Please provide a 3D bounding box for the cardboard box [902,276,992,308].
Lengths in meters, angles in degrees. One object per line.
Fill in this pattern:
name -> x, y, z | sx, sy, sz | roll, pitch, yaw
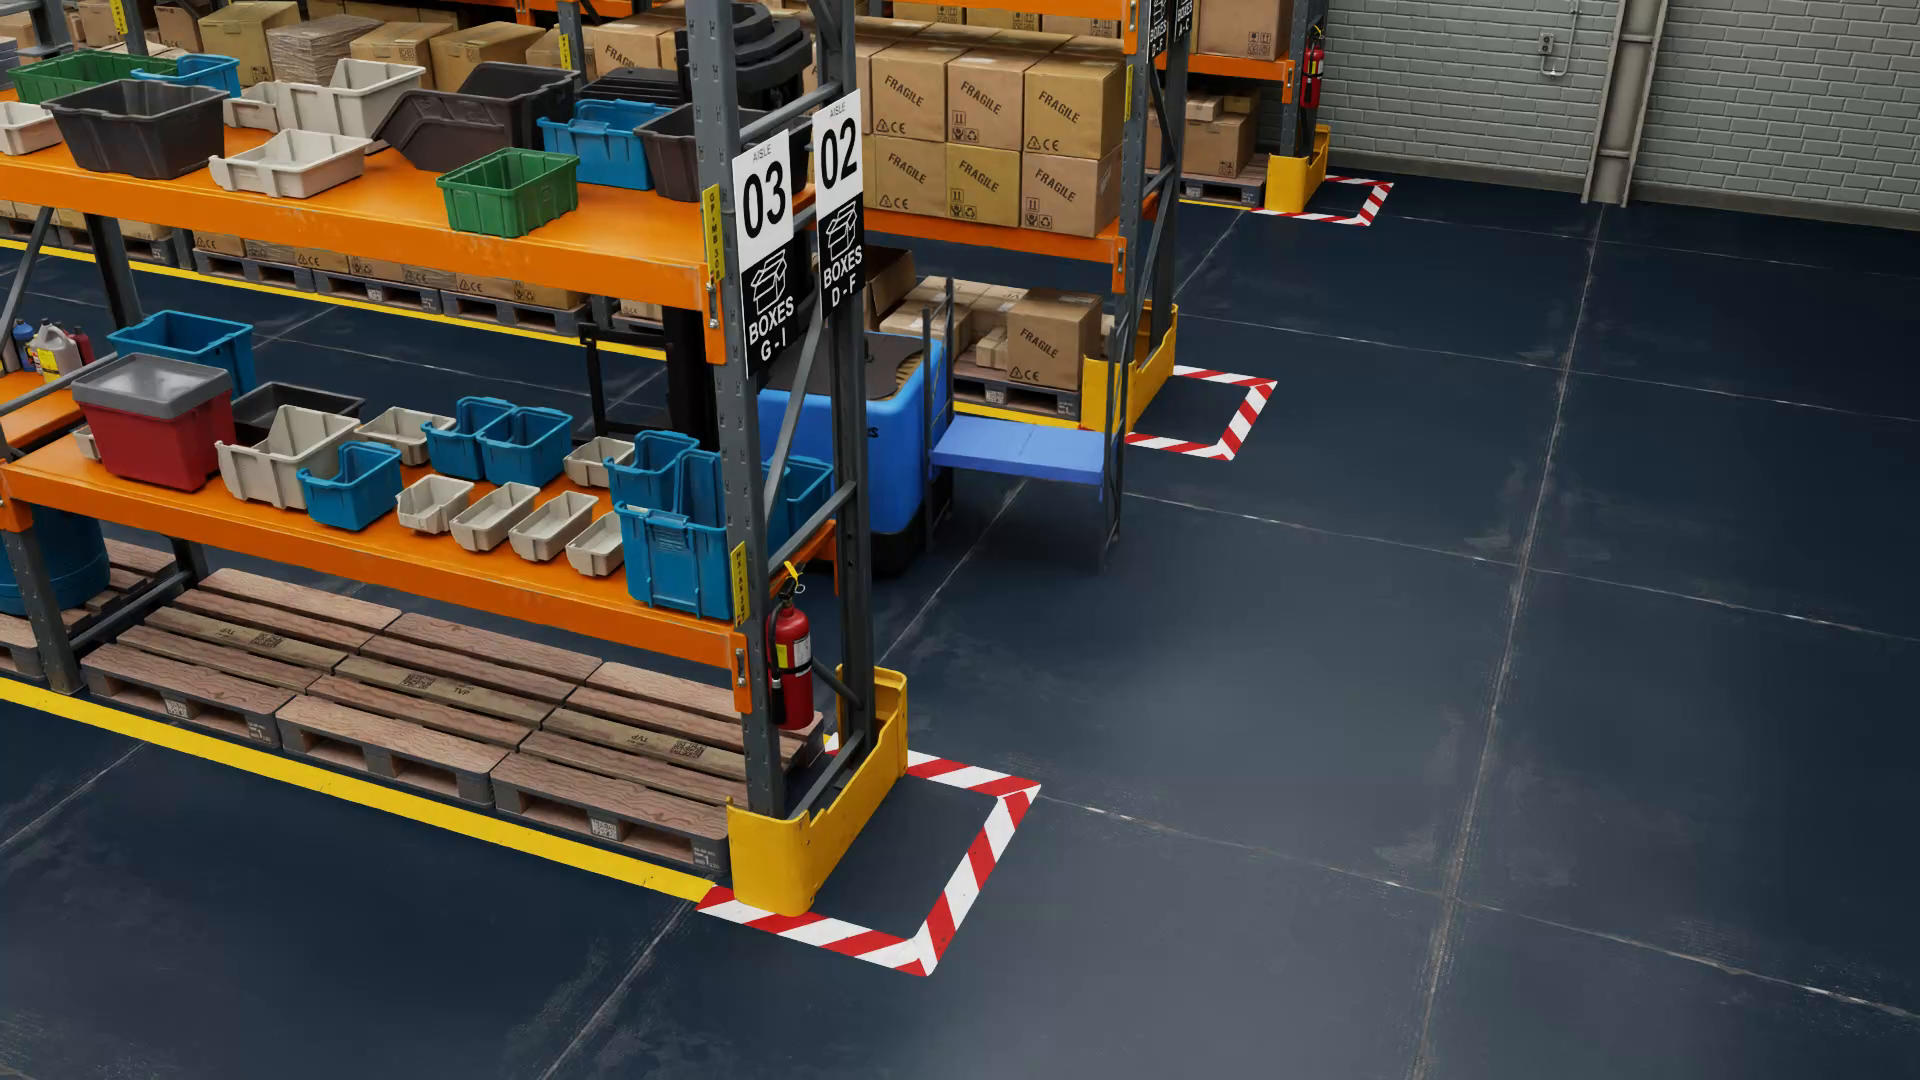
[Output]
cardboard box -> -0.089, -1.682, 12.025 | 0.500, 0.250, 0.500 | 11, 31, 19

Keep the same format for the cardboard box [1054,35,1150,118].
cardboard box -> 0.922, -2.954, 10.810 | 0.500, 0.500, 0.500 | 12, 32, 21

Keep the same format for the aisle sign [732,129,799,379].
aisle sign -> -0.675, -1.000, 5.828 | 0.004, 0.787, 0.394 | 11, 31, 19

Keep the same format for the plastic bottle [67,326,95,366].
plastic bottle -> -4.517, -0.966, 8.530 | 0.133, 0.283, 0.061 | 11, 31, 19

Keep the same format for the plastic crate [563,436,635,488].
plastic crate -> -1.631, -0.345, 7.518 | 0.298, 0.136, 0.250 | 11, 31, 19

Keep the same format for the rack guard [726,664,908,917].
rack guard -> -0.604, 1.072, 7.346 | 0.348, 0.500, 1.175 | 11, 31, 19

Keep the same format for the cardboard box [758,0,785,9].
cardboard box -> -1.765, -5.231, 16.192 | 0.250, 0.149, 0.380 | 11, 31, 19

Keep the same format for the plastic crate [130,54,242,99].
plastic crate -> -3.374, -1.965, 7.300 | 0.300, 0.233, 0.416 | 11, 31, 19

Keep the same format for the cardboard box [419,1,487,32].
cardboard box -> -5.511, -5.685, 18.091 | 0.500, 0.250, 0.500 | 12, 32, 20

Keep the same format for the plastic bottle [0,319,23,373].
plastic bottle -> -4.963, -1.028, 8.646 | 0.135, 0.276, 0.152 | 11, 31, 19

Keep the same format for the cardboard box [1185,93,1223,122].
cardboard box -> 2.220, -3.934, 15.115 | 0.250, 0.149, 0.380 | 11, 31, 19

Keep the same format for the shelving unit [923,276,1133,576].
shelving unit -> 0.371, -0.637, 9.352 | 1.048, 1.500, 0.538 | 8, 30, 13

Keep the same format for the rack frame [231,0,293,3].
rack frame -> -8.026, -6.752, 18.647 | 0.127, 3.000, 1.000 | 11, 31, 19

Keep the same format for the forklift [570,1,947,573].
forklift -> -1.639, -1.473, 9.378 | 3.031, 2.935, 1.130 | 8, 30, 13

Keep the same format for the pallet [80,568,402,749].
pallet -> -3.642, 0.577, 8.514 | 1.213, 0.211, 1.003 | 11, 31, 19

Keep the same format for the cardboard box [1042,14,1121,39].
cardboard box -> 1.236, -5.027, 15.291 | 0.700, 0.700, 0.980 | 10, 31, 17

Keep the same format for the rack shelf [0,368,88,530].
rack shelf -> -6.191, -0.812, 8.869 | 4.000, 0.370, 1.077 | 11, 31, 19

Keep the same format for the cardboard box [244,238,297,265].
cardboard box -> -5.377, -2.547, 13.301 | 0.500, 0.500, 0.500 | 10, 31, 17

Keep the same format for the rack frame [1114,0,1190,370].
rack frame -> 1.235, -2.273, 10.722 | 0.127, 3.000, 1.000 | 11, 31, 19

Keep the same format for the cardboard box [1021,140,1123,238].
cardboard box -> 0.717, -2.275, 10.625 | 0.500, 0.500, 0.500 | 12, 32, 21

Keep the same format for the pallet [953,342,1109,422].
pallet -> 0.425, -1.220, 11.694 | 1.213, 0.211, 1.003 | 11, 31, 19

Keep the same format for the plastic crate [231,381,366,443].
plastic crate -> -3.200, -0.577, 7.940 | 0.590, 0.125, 0.437 | 11, 31, 19

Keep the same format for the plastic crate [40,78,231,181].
plastic crate -> -3.290, -1.649, 6.703 | 0.590, 0.269, 0.497 | 11, 31, 19

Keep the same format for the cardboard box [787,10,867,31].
cardboard box -> -0.963, -3.329, 11.474 | 0.500, 0.500, 0.500 | 12, 31, 20

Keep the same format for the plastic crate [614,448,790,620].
plastic crate -> -1.012, -0.033, 6.663 | 0.499, 0.435, 0.616 | 11, 31, 19

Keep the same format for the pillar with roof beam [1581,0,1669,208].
pillar with roof beam -> 4.302, -5.076, 9.585 | 0.400, 9.000, 9.100 | 11, 31, 19

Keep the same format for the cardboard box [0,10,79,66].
cardboard box -> -7.740, -4.099, 13.852 | 0.500, 0.500, 0.500 | 10, 31, 16

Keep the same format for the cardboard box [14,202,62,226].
cardboard box -> -7.702, -2.913, 14.223 | 0.500, 0.250, 0.500 | 12, 32, 20

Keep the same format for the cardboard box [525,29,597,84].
cardboard box -> -2.827, -3.429, 12.239 | 0.500, 0.500, 0.700 | 1, 30, 2

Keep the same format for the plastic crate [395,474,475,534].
plastic crate -> -2.267, -0.141, 7.159 | 0.250, 0.136, 0.298 | 11, 31, 19

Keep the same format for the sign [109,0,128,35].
sign -> -6.384, -4.003, 12.607 | 0.005, 0.325, 0.100 | 11, 31, 19

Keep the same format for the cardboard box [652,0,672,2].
cardboard box -> -2.899, -5.520, 16.702 | 0.250, 0.149, 0.380 | 12, 32, 20

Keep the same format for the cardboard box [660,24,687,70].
cardboard box -> -1.663, -3.181, 11.211 | 0.500, 0.500, 0.500 | 10, 31, 18

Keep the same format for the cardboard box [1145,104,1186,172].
cardboard box -> 1.944, -3.803, 15.544 | 0.500, 0.500, 0.700 | 11, 31, 19

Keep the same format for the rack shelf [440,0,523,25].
rack shelf -> -6.173, -6.069, 18.170 | 4.000, 0.370, 1.077 | 11, 31, 19

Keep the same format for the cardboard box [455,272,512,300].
cardboard box -> -3.492, -2.172, 12.637 | 0.500, 0.500, 0.500 | 11, 31, 19

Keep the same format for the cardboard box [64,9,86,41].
cardboard box -> -10.597, -6.239, 20.024 | 0.500, 0.311, 0.500 | 14, 32, 23

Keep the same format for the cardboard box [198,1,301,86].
cardboard box -> -5.553, -3.914, 13.098 | 0.500, 0.500, 0.700 | 1, 30, 2

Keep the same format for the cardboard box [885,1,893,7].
cardboard box -> -0.849, -5.324, 16.356 | 0.250, 0.149, 0.380 | 10, 31, 17

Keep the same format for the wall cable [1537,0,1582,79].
wall cable -> 4.636, -5.169, 14.814 | 1.851, 1.984, 0.084 | 11, 31, 19

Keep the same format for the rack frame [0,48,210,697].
rack frame -> -4.338, -0.755, 8.037 | 0.127, 3.000, 1.000 | 11, 31, 19

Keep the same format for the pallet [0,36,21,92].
pallet -> -5.101, -2.079, 7.523 | 1.003, 0.211, 1.213 | 11, 31, 19

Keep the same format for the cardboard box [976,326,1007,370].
cardboard box -> 0.297, -1.335, 11.496 | 0.250, 0.166, 0.380 | 11, 31, 19

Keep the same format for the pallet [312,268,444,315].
pallet -> -4.374, -2.157, 13.352 | 1.213, 0.211, 1.003 | 11, 31, 19

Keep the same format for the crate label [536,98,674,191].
crate label -> -1.365, -1.574, 6.589 | 0.502, 0.251, 0.408 | 11, 31, 19

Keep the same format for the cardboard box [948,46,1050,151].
cardboard box -> 0.250, -2.802, 10.540 | 0.500, 0.500, 0.500 | 12, 32, 20
